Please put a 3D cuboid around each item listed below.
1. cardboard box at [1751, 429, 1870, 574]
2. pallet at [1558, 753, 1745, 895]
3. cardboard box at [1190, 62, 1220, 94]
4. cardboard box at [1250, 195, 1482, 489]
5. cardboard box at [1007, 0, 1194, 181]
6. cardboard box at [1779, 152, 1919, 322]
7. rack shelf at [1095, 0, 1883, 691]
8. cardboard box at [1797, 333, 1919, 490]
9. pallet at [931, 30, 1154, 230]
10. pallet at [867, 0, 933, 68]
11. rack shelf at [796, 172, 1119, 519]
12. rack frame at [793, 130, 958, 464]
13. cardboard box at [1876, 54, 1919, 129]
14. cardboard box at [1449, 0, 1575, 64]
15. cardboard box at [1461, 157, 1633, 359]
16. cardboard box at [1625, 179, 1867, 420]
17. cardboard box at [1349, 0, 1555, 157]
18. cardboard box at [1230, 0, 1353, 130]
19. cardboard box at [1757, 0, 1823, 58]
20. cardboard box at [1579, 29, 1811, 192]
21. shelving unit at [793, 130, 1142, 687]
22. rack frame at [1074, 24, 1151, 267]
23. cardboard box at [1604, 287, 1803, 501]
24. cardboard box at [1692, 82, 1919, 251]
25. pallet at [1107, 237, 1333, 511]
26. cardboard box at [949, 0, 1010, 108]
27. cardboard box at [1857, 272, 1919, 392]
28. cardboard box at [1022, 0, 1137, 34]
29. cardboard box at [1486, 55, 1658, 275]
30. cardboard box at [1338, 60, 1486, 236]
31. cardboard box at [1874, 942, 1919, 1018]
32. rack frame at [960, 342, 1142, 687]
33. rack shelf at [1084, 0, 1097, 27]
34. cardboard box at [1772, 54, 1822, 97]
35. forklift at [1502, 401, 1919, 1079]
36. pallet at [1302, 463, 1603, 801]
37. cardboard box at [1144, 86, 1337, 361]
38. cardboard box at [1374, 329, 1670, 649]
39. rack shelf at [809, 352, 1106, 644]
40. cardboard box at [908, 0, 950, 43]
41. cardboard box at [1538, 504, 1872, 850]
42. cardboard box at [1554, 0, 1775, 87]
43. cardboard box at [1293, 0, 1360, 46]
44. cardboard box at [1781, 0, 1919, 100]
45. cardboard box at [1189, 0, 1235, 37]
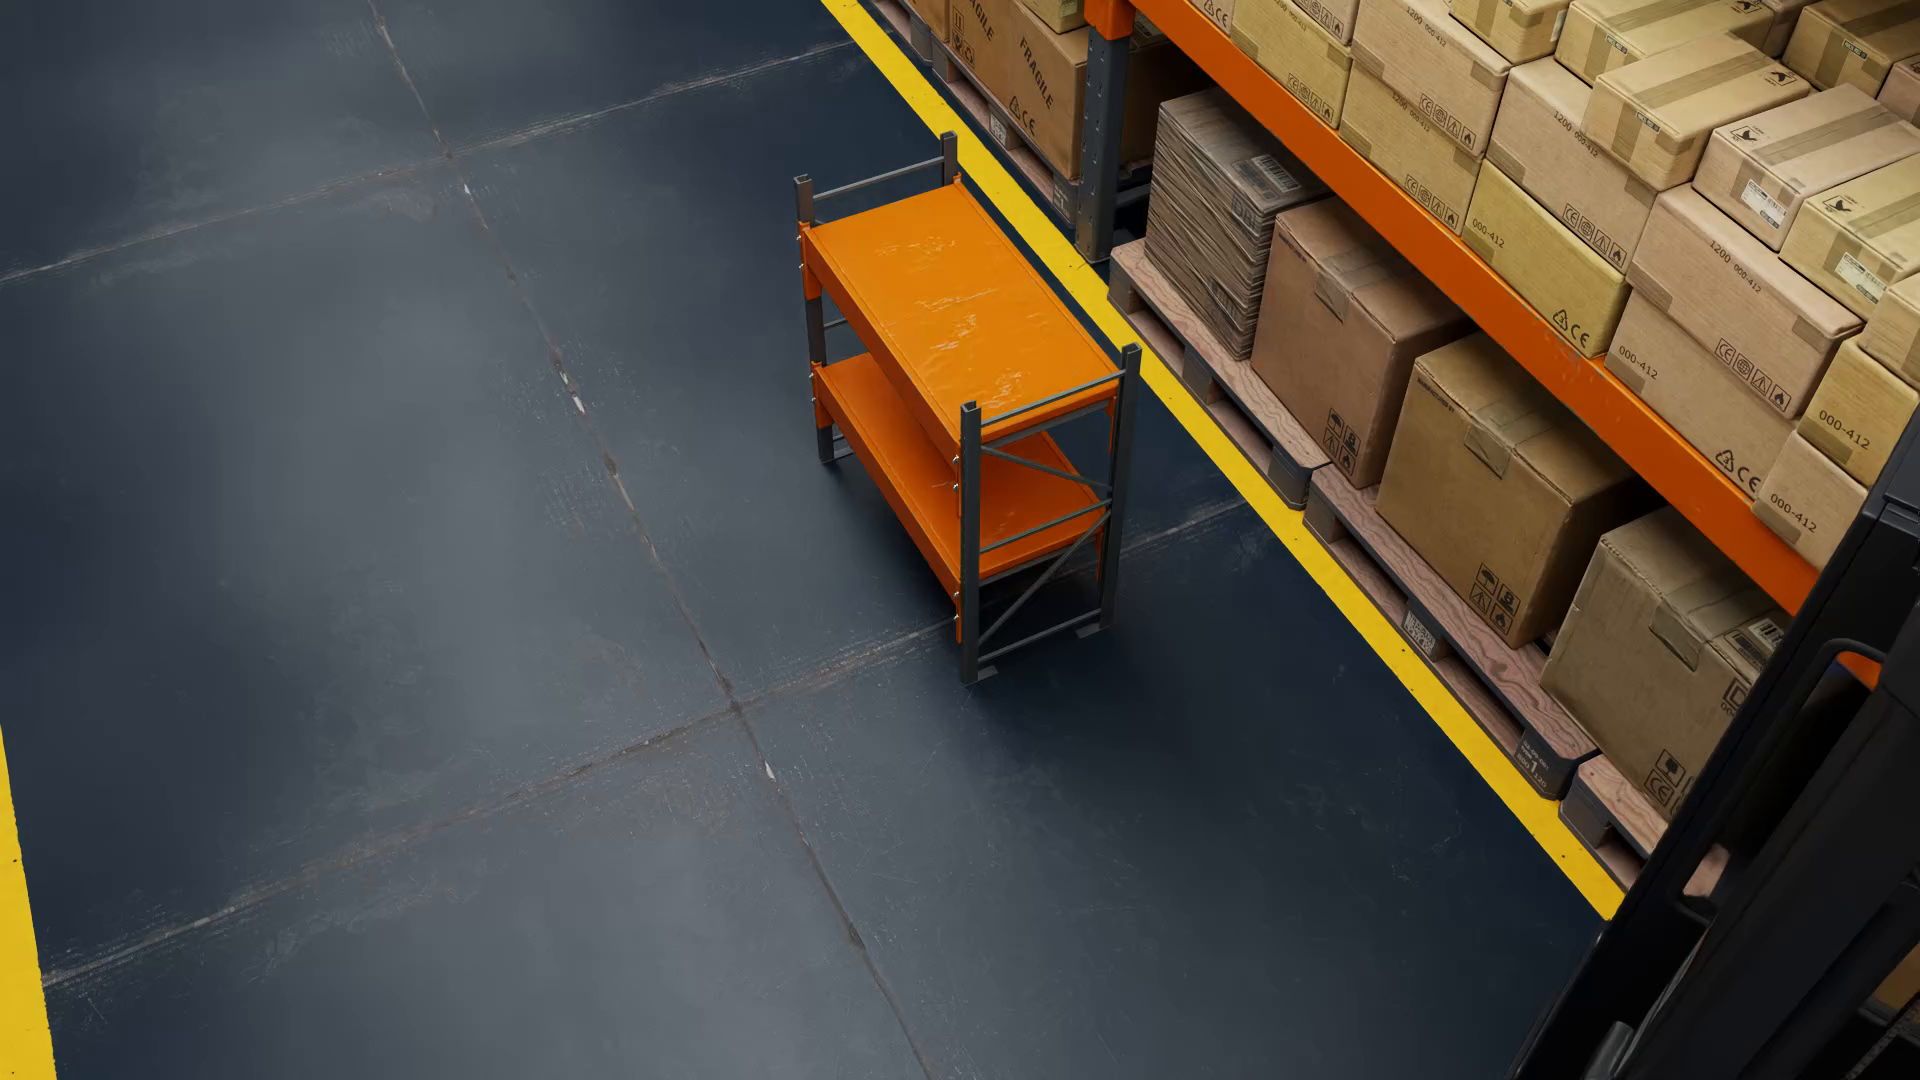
[{"bbox_3d":[2.030,-0.063,3.412,0.500,0.250,0.500,-21,52,-18],"label":"cardboard box"},{"bbox_3d":[2.357,0.907,4.316,1.003,0.211,1.213,-21,52,-18],"label":"pallet"},{"bbox_3d":[0.954,-1.902,6.302,0.500,0.500,0.500,-19,52,-16],"label":"cardboard box"},{"bbox_3d":[1.477,-0.708,5.175,0.875,0.625,0.625,-20,52,-16],"label":"cardboard box"},{"bbox_3d":[0.513,-1.732,6.154,0.500,0.500,0.500,-20,52,-16],"label":"cardboard box"},{"bbox_3d":[1.873,-0.605,3.289,0.380,0.149,0.250,-22,52,-18],"label":"cardboard box"},{"bbox_3d":[1.813,-0.633,4.289,1.077,0.370,4.000,-21,52,-18],"label":"rack shelf"},{"bbox_3d":[2.035,-0.229,3.225,0.500,0.250,0.500,-22,53,-18],"label":"cardboard box"},{"bbox_3d":[0.590,-1.803,6.687,1.003,0.211,1.213,-21,52,-18],"label":"pallet"},{"bbox_3d":[0.036,-2.618,7.400,1.003,0.211,1.213,-21,52,-18],"label":"pallet"},{"bbox_3d":[-0.003,-0.568,4.610,0.538,0.278,1.000,-21,52,-18],"label":"rack shelf"},{"bbox_3d":[-0.236,-0.715,5.128,0.500,1.125,0.032,-21,52,-18],"label":"rack frame"},{"bbox_3d":[2.222,-0.958,3.598,0.380,0.149,0.250,-22,52,-18],"label":"cardboard box"},{"bbox_3d":[1.382,-1.280,3.879,0.380,0.149,0.250,-20,52,-17],"label":"cardboard box"},{"bbox_3d":[1.587,-0.749,4.012,0.500,0.250,0.500,-20,52,-16],"label":"cardboard box"},{"bbox_3d":[1.806,-0.573,3.526,0.500,0.250,0.500,-20,52,-17],"label":"cardboard box"},{"bbox_3d":[1.335,-1.250,4.118,0.500,0.250,0.500,-22,53,-18],"label":"cardboard box"},{"bbox_3d":[1.109,-1.439,4.616,0.500,0.250,0.500,-22,52,-18],"label":"cardboard box"},{"bbox_3d":[1.946,-1.286,3.884,0.380,0.149,0.250,-20,52,-17],"label":"cardboard box"},{"bbox_3d":[1.573,-0.925,3.569,0.380,0.149,0.250,-22,53,-18],"label":"cardboard box"},{"bbox_3d":[-0.003,-0.375,4.831,0.538,1.125,1.048,-21,52,-18],"label":"shelving unit"},{"bbox_3d":[0.898,-2.208,5.188,1.000,3.000,0.127,-21,52,-18],"label":"rack frame"},{"bbox_3d":[1.830,-0.406,3.712,0.500,0.250,0.500,-21,52,-17],"label":"cardboard box"},{"bbox_3d":[1.764,-0.775,3.437,0.380,0.149,0.250,-21,52,-17],"label":"cardboard box"},{"bbox_3d":[1.240,-0.726,5.744,1.003,0.211,1.213,-21,52,-18],"label":"pallet"},{"bbox_3d":[0.294,-2.071,6.450,0.500,0.500,0.500,-22,52,-18],"label":"cardboard box"},{"bbox_3d":[1.937,-0.408,3.117,0.380,0.149,0.250,-23,53,-19],"label":"cardboard box"},{"bbox_3d":[0.447,-1.980,5.940,0.380,0.149,0.250,-24,53,-19],"label":"cardboard box"},{"bbox_3d":[1.592,-0.917,3.827,0.500,0.250,0.500,-20,52,-17],"label":"cardboard box"},{"bbox_3d":[1.351,-1.097,4.316,0.500,0.250,0.500,-23,53,-19],"label":"cardboard box"},{"bbox_3d":[2.480,0.767,3.885,0.875,0.625,0.625,-19,52,-16],"label":"cardboard box"},{"bbox_3d":[0.230,-0.035,4.533,0.500,1.125,0.032,-21,52,-18],"label":"rack frame"},{"bbox_3d":[-0.017,-3.310,6.630,1.077,0.370,4.000,-21,52,-18],"label":"rack shelf"},{"bbox_3d":[2.036,-1.101,3.988,0.500,0.250,0.500,-22,52,-18],"label":"cardboard box"},{"bbox_3d":[1.686,0.705,2.687,1.130,2.935,3.031,30,55,24],"label":"forklift"},{"bbox_3d":[1.794,0.090,5.031,1.003,0.211,1.213,-21,52,-18],"label":"pallet"},{"bbox_3d":[1.171,-1.142,5.555,0.875,0.625,0.625,-20,52,-16],"label":"cardboard box"},{"bbox_3d":[1.785,-0.257,4.781,0.875,0.625,0.625,-23,53,-19],"label":"cardboard box"},{"bbox_3d":[-0.003,-0.214,5.015,0.538,0.278,1.000,-21,52,-18],"label":"rack shelf"},{"bbox_3d":[0.052,-2.420,6.756,0.500,0.500,0.500,-19,52,-16],"label":"cardboard box"},{"bbox_3d":[2.131,0.245,4.341,0.875,0.625,0.625,-22,52,-18],"label":"cardboard box"},{"bbox_3d":[1.587,-1.139,3.756,0.380,0.149,0.250,-21,52,-18],"label":"cardboard box"},{"bbox_3d":[1.112,-1.607,4.430,0.500,0.250,0.500,-20,52,-16],"label":"cardboard box"},{"bbox_3d":[2.102,-1.123,3.742,0.380,0.149,0.250,-21,52,-17],"label":"cardboard box"},{"bbox_3d":[0.884,-1.778,4.912,0.500,0.250,0.500,-21,52,-17],"label":"cardboard box"}]
